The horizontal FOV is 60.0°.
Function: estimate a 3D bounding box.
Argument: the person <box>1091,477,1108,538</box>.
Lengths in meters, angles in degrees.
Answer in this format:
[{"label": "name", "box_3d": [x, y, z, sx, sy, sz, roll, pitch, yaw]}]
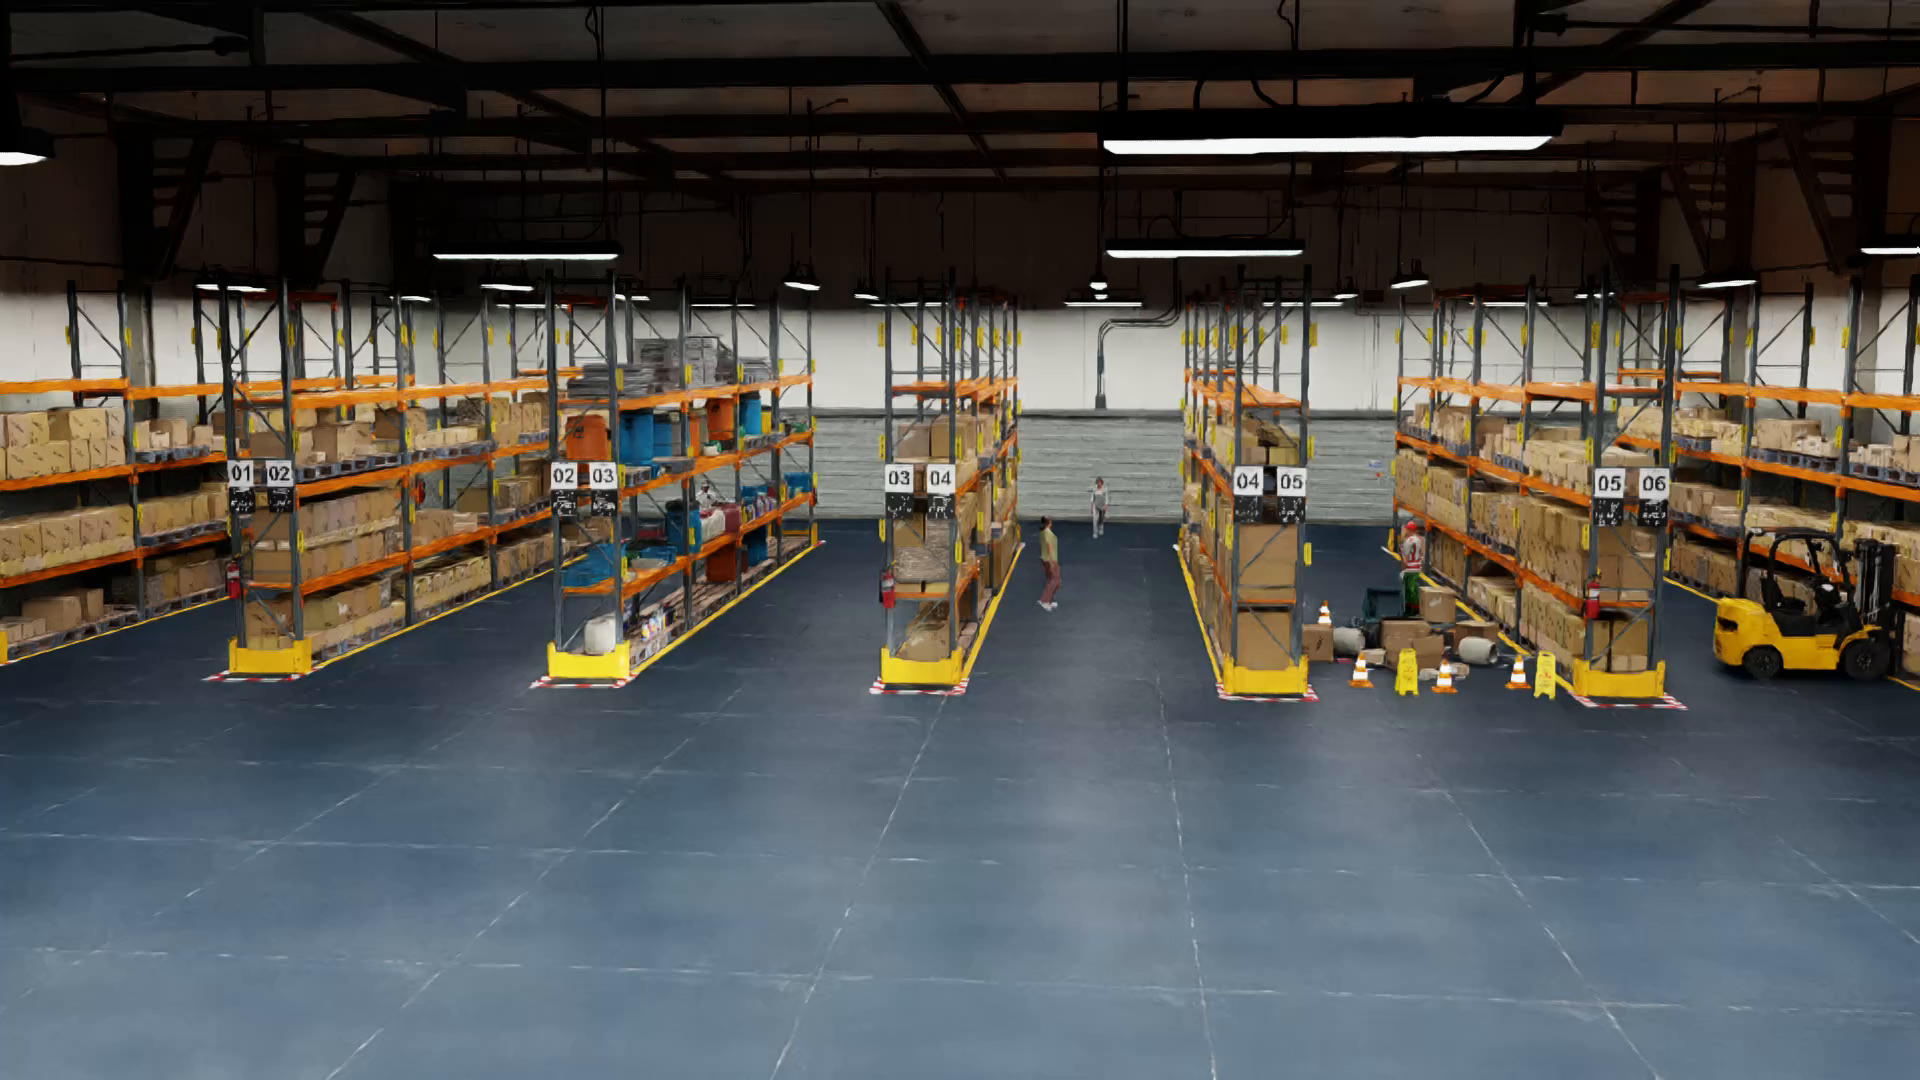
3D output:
[{"label": "person", "box_3d": [3.522, -0.848, 41.874, 0.415, 1.517, 1.041, 0, 7, 2]}]

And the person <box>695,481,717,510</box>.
[{"label": "person", "box_3d": [-6.079, -0.629, 39.805, 0.592, 1.629, 0.526, 0, 7, 3]}]

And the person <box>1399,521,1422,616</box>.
[{"label": "person", "box_3d": [7.890, 0.553, 29.261, 0.570, 1.786, 0.653, 4, 8, 32]}]

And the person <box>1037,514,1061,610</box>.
[{"label": "person", "box_3d": [1.539, 0.372, 29.147, 0.417, 1.656, 0.487, -3, 7, -21]}]
